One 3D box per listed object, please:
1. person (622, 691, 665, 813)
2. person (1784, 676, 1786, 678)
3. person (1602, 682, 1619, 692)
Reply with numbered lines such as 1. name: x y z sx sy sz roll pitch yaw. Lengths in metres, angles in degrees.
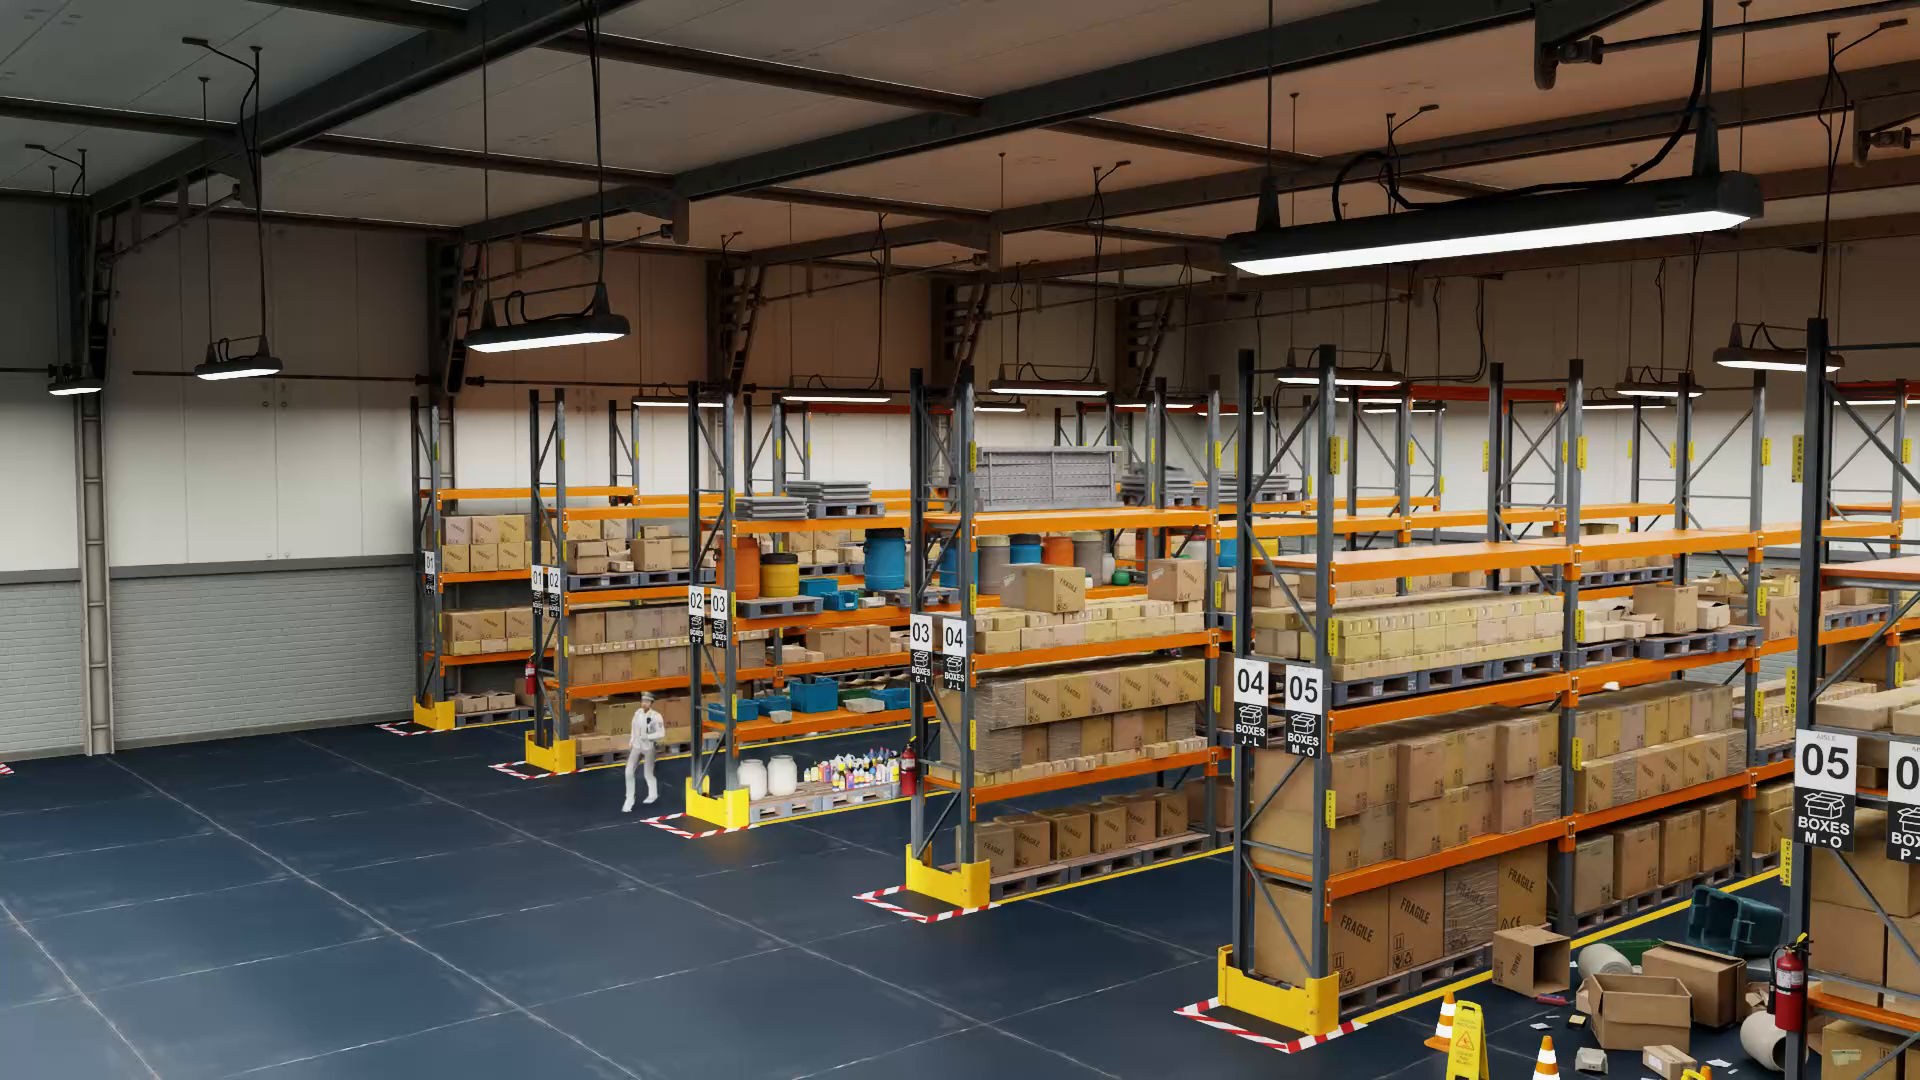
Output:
1. person: -4.406 2.969 23.401 0.605 1.724 0.752 1 4 17
2. person: 12.721 2.872 25.442 0.608 1.622 0.603 -2 4 -29
3. person: 9.321 2.891 23.710 0.678 1.816 0.853 3 4 40
